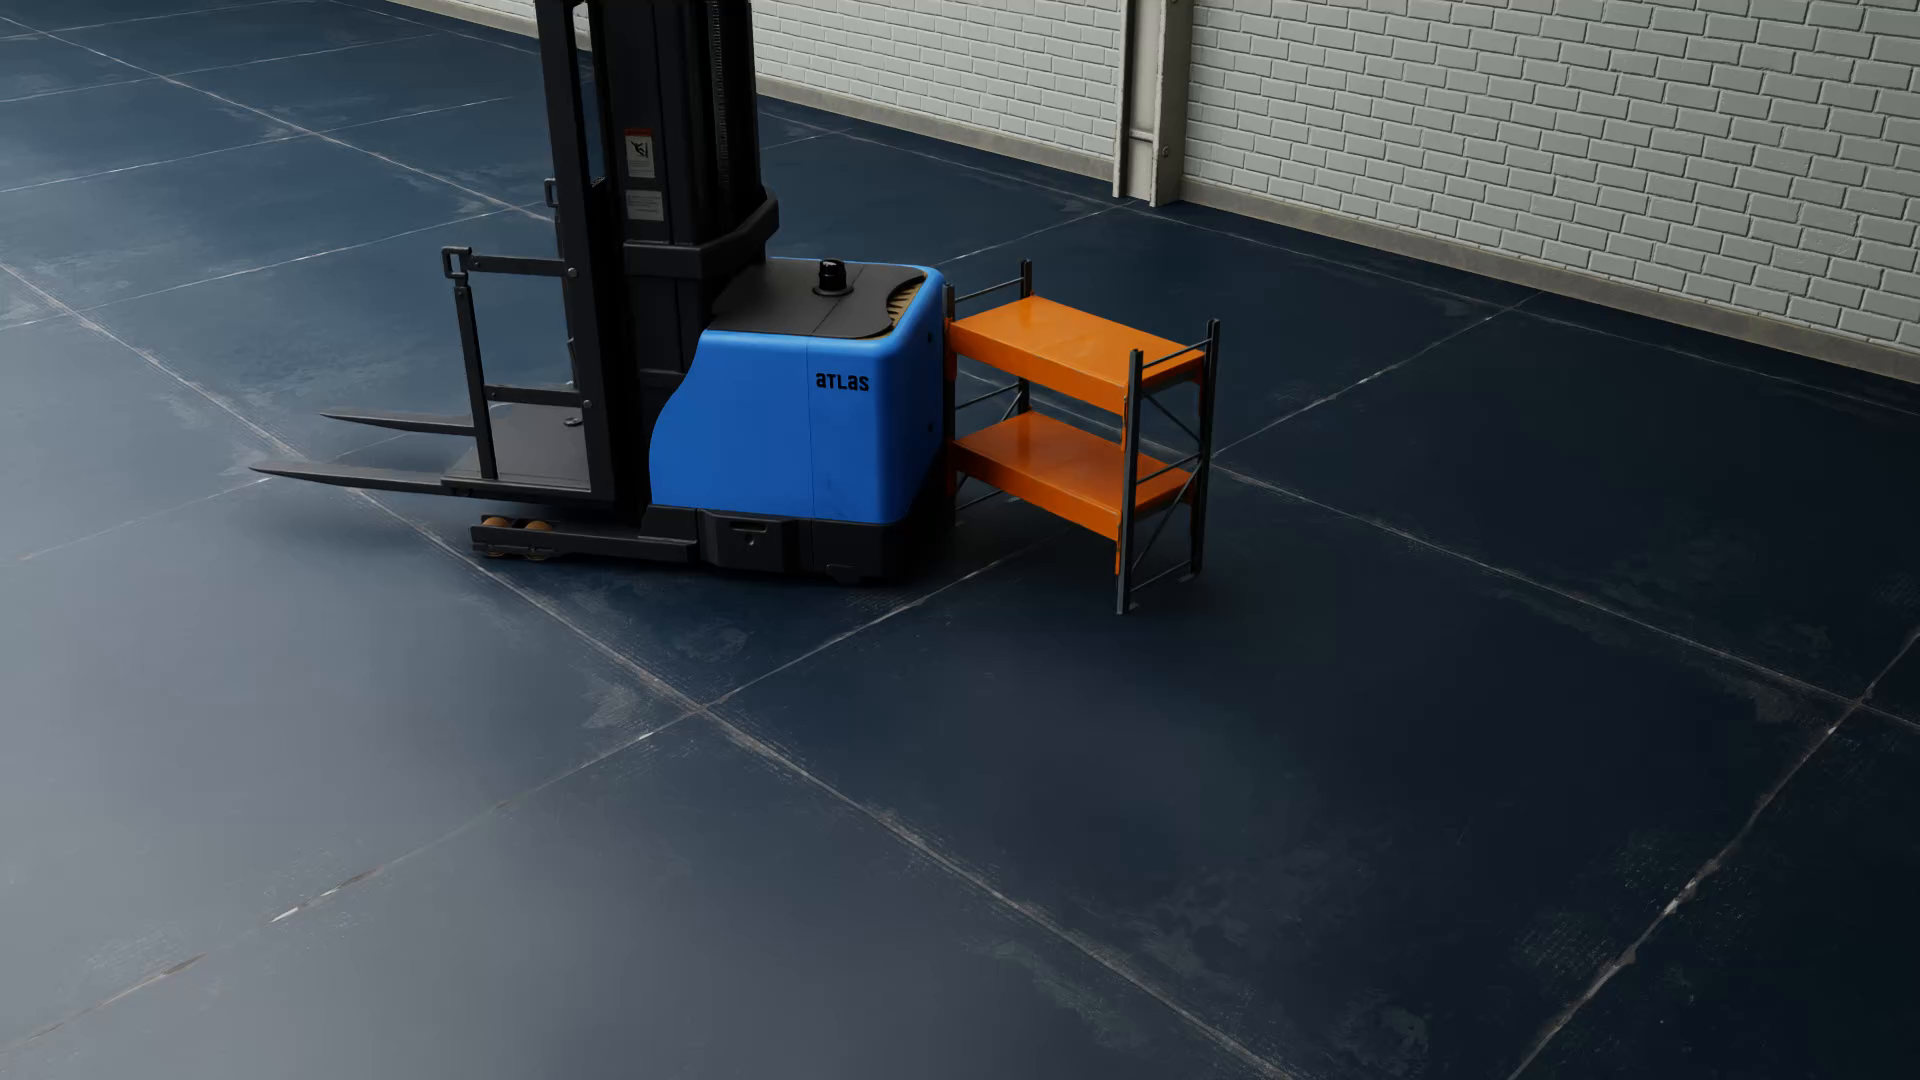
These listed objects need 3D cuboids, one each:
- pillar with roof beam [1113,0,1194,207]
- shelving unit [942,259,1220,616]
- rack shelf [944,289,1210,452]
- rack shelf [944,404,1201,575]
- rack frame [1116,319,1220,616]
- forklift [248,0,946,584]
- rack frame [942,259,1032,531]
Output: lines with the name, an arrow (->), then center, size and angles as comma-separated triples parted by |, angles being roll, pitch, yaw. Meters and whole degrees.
pillar with roof beam -> -1.676, -5.014, 7.117 | 0.400, 9.000, 9.100 | 25, 36, 38
shelving unit -> 0.469, -0.450, 6.897 | 0.538, 1.125, 1.048 | -24, 36, -38
rack shelf -> 0.469, -0.709, 6.761 | 0.538, 0.278, 1.000 | -24, 36, -38
rack shelf -> 0.469, -0.233, 7.011 | 0.538, 0.278, 1.000 | -24, 36, -38
rack frame -> 0.821, -0.279, 6.572 | 0.500, 1.125, 0.032 | -24, 36, -38
forklift -> -1.617, -1.442, 6.844 | 3.031, 2.935, 1.130 | 5, 28, 10
rack frame -> 0.118, -0.621, 7.222 | 0.500, 1.125, 0.032 | -24, 36, -38
